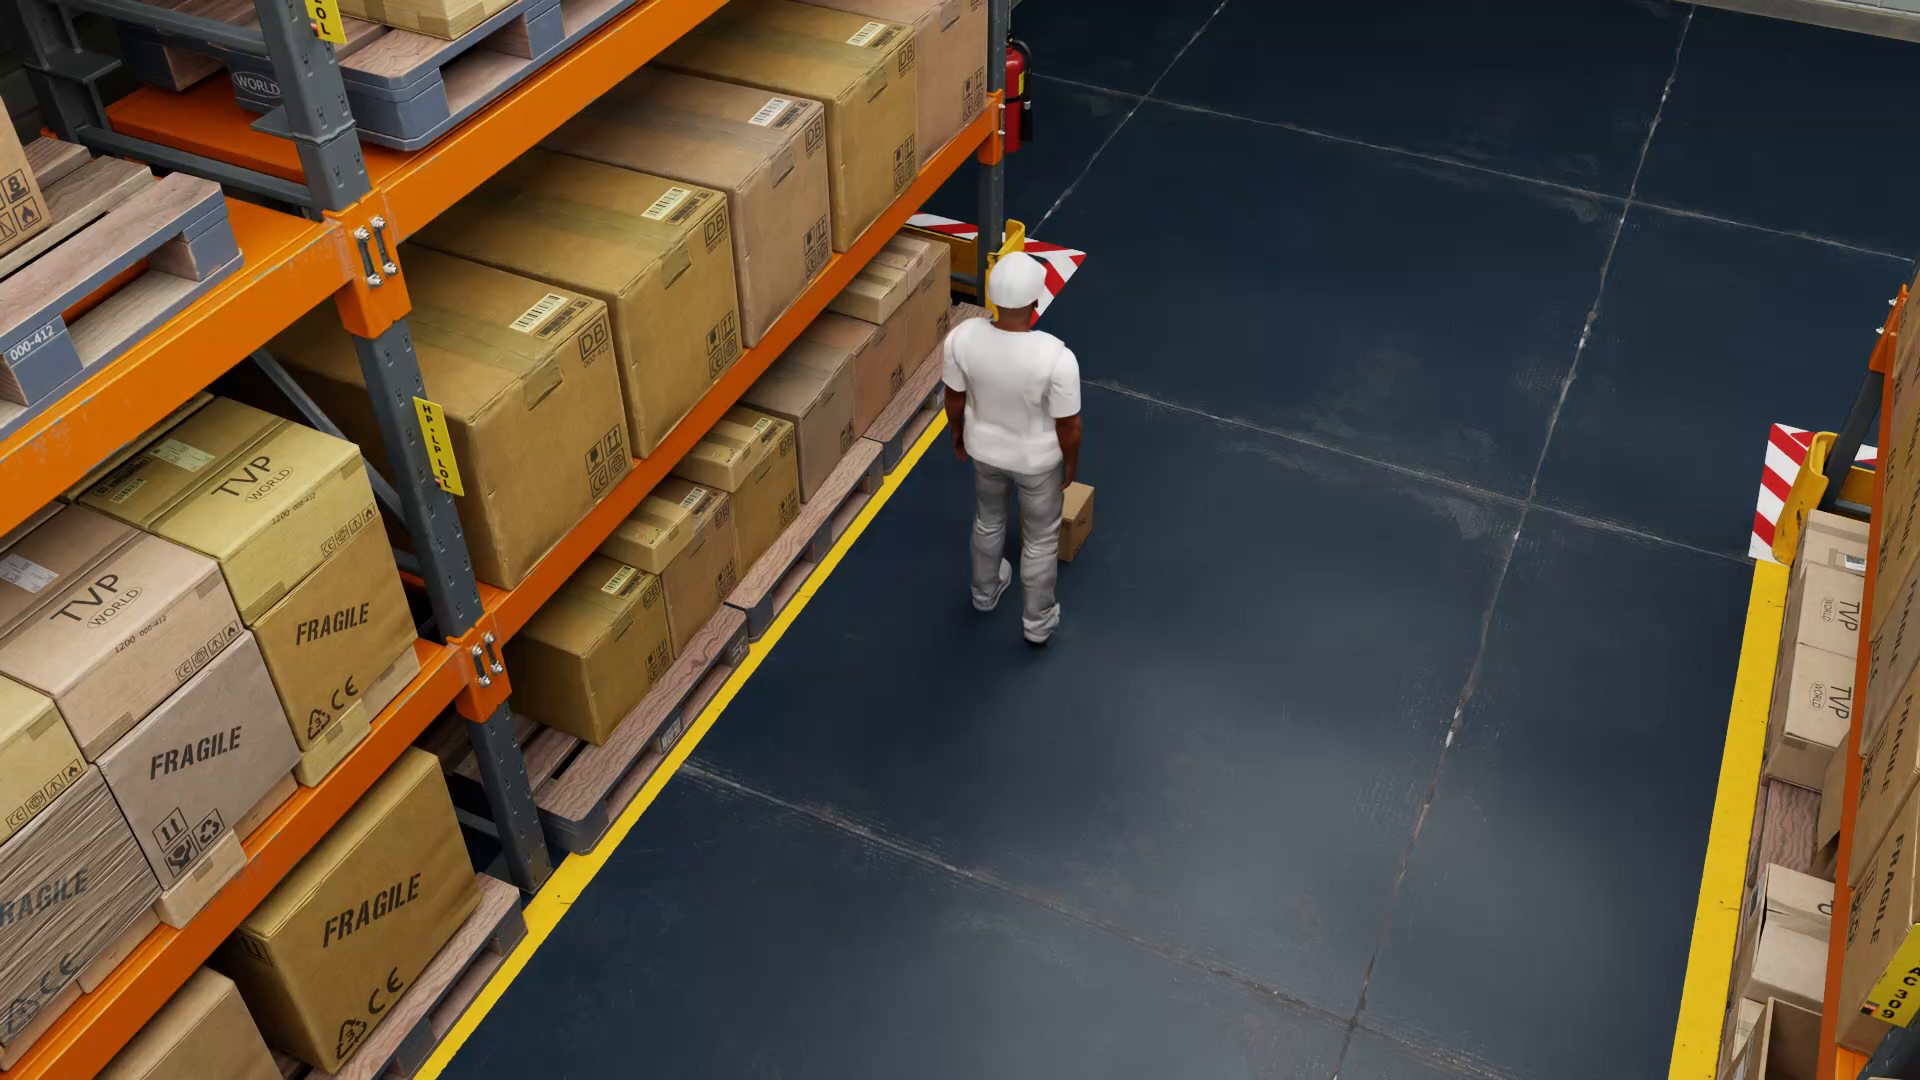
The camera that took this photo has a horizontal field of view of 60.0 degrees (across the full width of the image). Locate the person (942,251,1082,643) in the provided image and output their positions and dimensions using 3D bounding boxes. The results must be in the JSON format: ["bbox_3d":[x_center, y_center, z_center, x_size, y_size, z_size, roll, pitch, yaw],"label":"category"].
[{"bbox_3d":[0.220,-0.365,6.587,0.566,1.809,0.409,17,45,18],"label":"person"}]
